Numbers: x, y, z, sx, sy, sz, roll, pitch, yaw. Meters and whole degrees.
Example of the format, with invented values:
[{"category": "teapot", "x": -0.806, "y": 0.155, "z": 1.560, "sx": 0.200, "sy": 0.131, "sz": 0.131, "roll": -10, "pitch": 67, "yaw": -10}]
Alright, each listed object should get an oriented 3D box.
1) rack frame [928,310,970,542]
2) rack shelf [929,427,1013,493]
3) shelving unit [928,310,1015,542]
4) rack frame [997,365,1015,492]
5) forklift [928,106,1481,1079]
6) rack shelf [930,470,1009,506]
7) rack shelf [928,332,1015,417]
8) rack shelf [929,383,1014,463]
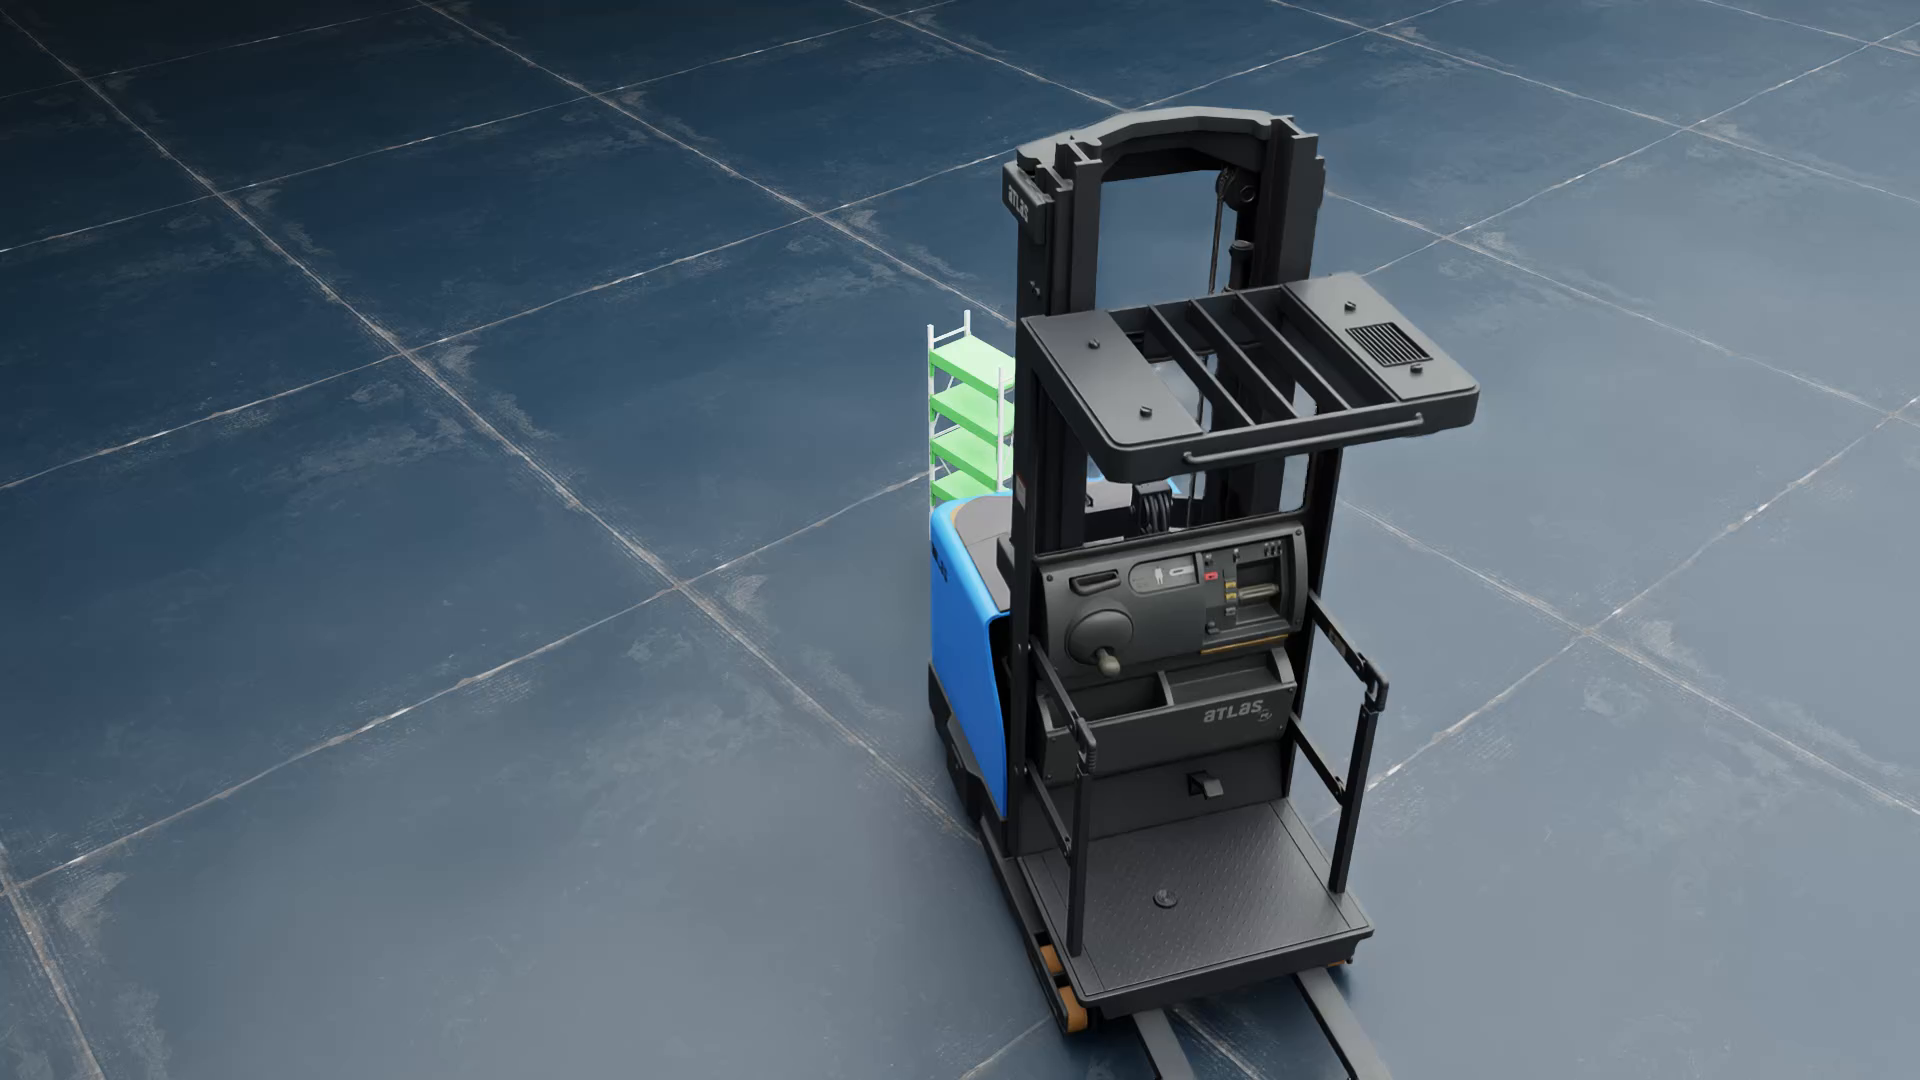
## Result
[{"category": "rack frame", "x": -0.051, "y": -0.524, "z": 7.952, "sx": 0.240, "sy": 1.200, "sz": 0.015, "roll": -26, "pitch": 43, "yaw": -32}, {"category": "rack shelf", "x": 0.107, "y": -0.364, "z": 7.837, "sx": 0.258, "sy": 0.148, "sz": 0.480, "roll": -26, "pitch": 43, "yaw": -32}, {"category": "shelving unit", "x": 0.107, "y": -0.417, "z": 7.800, "sx": 0.258, "sy": 1.200, "sz": 0.503, "roll": -26, "pitch": 43, "yaw": -32}, {"category": "rack frame", "x": 0.264, "y": -0.309, "z": 7.648, "sx": 0.240, "sy": 1.200, "sz": 0.015, "roll": -26, "pitch": 43, "yaw": -32}, {"category": "forklift", "x": 0.782, "y": 0.266, "z": 5.339, "sx": 1.130, "sy": 2.935, "sz": 3.031, "roll": -10, "pitch": 37, "yaw": -14}, {"category": "rack shelf", "x": 0.107, "y": -0.169, "z": 7.976, "sx": 0.258, "sy": 0.148, "sz": 0.480, "roll": -26, "pitch": 43, "yaw": -32}, {"category": "rack shelf", "x": 0.107, "y": -0.756, "z": 7.560, "sx": 0.258, "sy": 0.148, "sz": 0.480, "roll": -26, "pitch": 43, "yaw": -32}, {"category": "rack shelf", "x": 0.107, "y": -0.560, "z": 7.698, "sx": 0.258, "sy": 0.148, "sz": 0.480, "roll": -26, "pitch": 43, "yaw": -32}]
